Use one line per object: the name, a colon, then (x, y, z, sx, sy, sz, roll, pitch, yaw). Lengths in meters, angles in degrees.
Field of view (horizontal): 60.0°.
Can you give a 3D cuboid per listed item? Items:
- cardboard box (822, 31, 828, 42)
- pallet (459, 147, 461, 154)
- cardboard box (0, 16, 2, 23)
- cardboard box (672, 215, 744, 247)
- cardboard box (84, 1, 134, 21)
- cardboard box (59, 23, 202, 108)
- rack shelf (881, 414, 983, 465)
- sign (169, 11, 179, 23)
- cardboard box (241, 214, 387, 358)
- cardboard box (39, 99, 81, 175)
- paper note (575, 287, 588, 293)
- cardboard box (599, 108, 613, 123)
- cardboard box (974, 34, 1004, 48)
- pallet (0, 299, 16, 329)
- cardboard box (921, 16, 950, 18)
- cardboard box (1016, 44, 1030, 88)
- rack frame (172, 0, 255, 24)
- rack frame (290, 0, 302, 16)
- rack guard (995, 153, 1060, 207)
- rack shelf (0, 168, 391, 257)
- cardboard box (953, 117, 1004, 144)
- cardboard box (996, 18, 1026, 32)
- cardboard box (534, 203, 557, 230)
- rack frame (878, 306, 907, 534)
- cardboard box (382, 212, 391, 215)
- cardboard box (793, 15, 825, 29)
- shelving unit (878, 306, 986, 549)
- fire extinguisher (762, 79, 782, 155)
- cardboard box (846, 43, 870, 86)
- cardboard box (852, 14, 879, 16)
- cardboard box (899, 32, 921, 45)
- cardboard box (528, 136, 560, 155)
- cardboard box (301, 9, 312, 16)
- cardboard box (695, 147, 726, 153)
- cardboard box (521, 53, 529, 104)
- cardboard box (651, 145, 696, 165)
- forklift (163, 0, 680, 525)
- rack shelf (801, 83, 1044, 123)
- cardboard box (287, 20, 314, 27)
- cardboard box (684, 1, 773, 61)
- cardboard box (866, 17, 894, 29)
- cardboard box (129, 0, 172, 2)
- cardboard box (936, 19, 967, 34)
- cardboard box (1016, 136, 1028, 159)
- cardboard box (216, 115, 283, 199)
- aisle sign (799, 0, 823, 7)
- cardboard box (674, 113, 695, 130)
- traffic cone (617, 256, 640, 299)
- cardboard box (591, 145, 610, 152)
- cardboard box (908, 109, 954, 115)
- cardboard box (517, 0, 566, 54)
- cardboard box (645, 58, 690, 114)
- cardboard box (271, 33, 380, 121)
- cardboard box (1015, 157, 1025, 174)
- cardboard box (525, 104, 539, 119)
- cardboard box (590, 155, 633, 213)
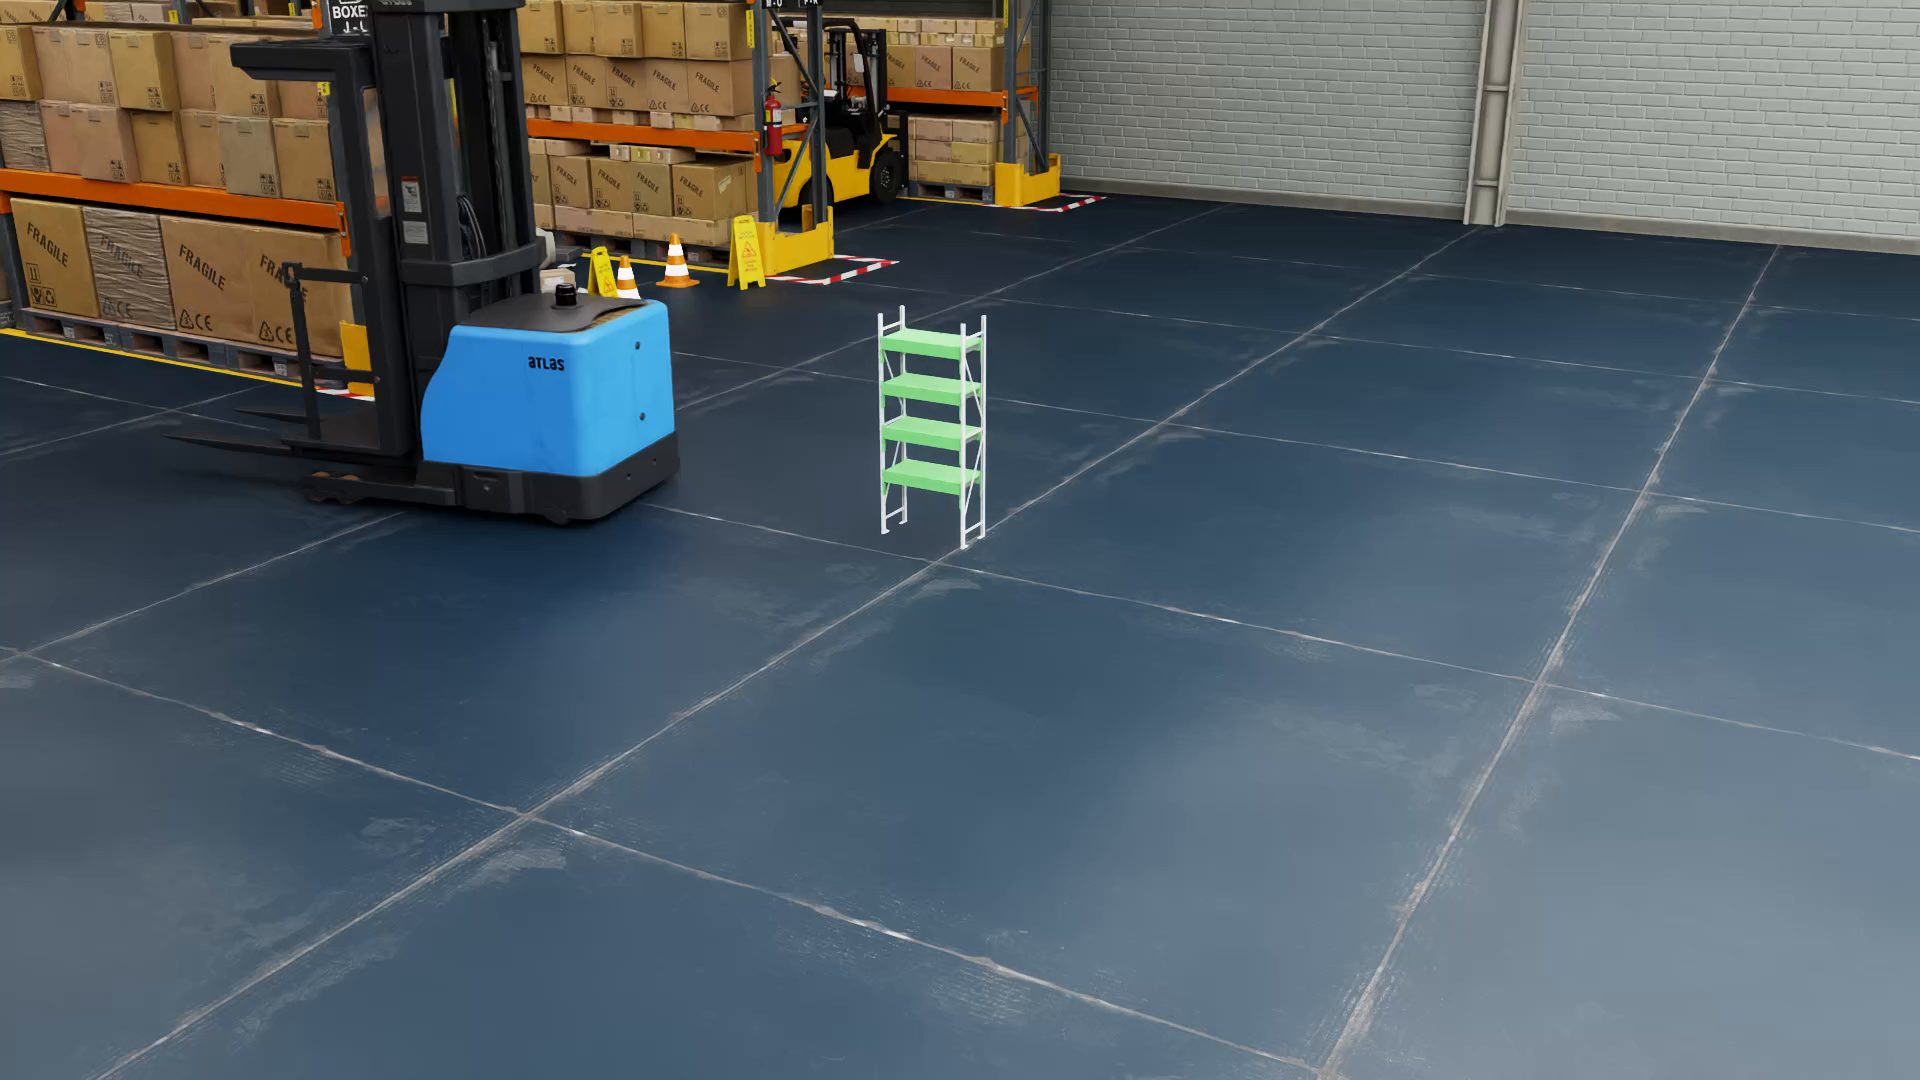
cardboard box: (-1.659, -6.275, 20.668, 0.250, 0.149, 0.380, 11, 22, 27)
pallet: (-7.871, -5.932, 24.910, 1.213, 0.211, 1.003, 11, 23, 27)
cardboard box: (-11.842, -6.450, 20.634, 0.500, 0.500, 0.500, 11, 23, 28)
cardboard box: (-2.467, -3.059, 16.316, 0.500, 0.250, 0.500, 11, 23, 27)
cardboard box: (-10.055, -6.119, 19.722, 0.500, 0.500, 0.500, 11, 23, 27)
cardboard box: (-6.181, -3.590, 12.558, 0.550, 0.550, 0.875, 11, 23, 27)
rack shelf: (-0.145, -0.532, 8.758, 0.480, 0.148, 0.258, 11, 23, 27)
sign: (-8.861, -5.805, 18.771, 0.005, 0.325, 0.100, 11, 23, 27)
cardboard box: (-4.560, -1.897, 12.196, 0.875, 0.875, 0.875, 11, 23, 28)
cardboard box: (-6.608, -3.199, 13.064, 0.550, 0.550, 0.875, 11, 23, 27)
paper note: (-3.406, -2.265, 15.064, 0.142, 0.019, 0.148, 3, 20, 9)
cardboard box: (-3.365, -4.236, 16.513, 0.250, 0.149, 0.380, 11, 23, 27)
cardboard box: (0.369, -5.900, 19.634, 0.250, 0.149, 0.380, 11, 23, 28)
pallet: (-8.138, -2.066, 14.250, 1.213, 0.211, 1.003, 11, 23, 27)
cardboard box: (-0.281, -6.361, 20.467, 0.250, 0.149, 0.380, 12, 23, 29)
cardboard box: (0.511, -5.786, 20.271, 0.500, 0.500, 0.500, 12, 23, 29)
rack frame: (-8.594, -5.426, 19.425, 0.127, 3.000, 1.000, 11, 23, 27)
rack frame: (-9.668, -7.570, 25.334, 0.127, 3.000, 1.000, 11, 23, 27)
rack guard: (0.829, -4.395, 20.248, 0.348, 0.500, 1.175, 11, 23, 27)
rack shelf: (-5.681, -2.600, 12.688, 4.000, 0.370, 1.077, 11, 23, 27)
cardboard box: (0.254, -4.933, 20.015, 0.500, 0.250, 0.500, 12, 23, 29)
cardboard box: (0.619, -6.185, 19.984, 0.250, 0.149, 0.380, 10, 22, 26)
cardboard box: (-4.247, -3.402, 17.261, 0.500, 0.250, 0.500, 12, 23, 30)
rack frame: (-0.358, -0.632, 8.848, 0.015, 1.200, 0.240, 11, 23, 27)
cardboard box: (-5.943, -3.407, 16.414, 0.500, 0.500, 0.500, 11, 23, 27)
cardboard box: (-1.876, -6.460, 20.741, 0.250, 0.149, 0.380, 11, 23, 28)
shelving unit: (-0.145, -0.592, 8.736, 0.503, 1.200, 0.258, 11, 23, 27)
fire extinguisher: (-1.734, -3.903, 15.340, 0.183, 0.674, 0.296, 11, 23, 27)
cardboard box: (-1.090, -5.879, 20.528, 0.500, 0.500, 0.500, 11, 23, 28)
cardboard box: (-1.156, -6.545, 20.976, 0.250, 0.149, 0.380, 11, 22, 27)
cardboard box: (-0.533, -6.070, 20.103, 0.250, 0.149, 0.380, 10, 22, 26)
cardboard box: (-4.189, -4.021, 16.917, 0.250, 0.149, 0.380, 12, 23, 29)
cardboard box: (-9.355, -7.667, 24.840, 0.500, 0.500, 0.700, 11, 23, 29)
cardboard box: (-3.145, -5.404, 22.230, 0.625, 0.625, 0.875, 12, 23, 30)
cardboard box: (-4.404, -4.715, 16.882, 0.500, 0.500, 0.500, 11, 23, 27)
cardboard box: (-2.789, -3.755, 16.183, 0.250, 0.149, 0.380, 12, 23, 29)
forklift: (-3.226, -1.741, 9.366, 3.031, 2.935, 1.130, 6, 21, 17)
rack shelf: (-0.938, -5.569, 20.873, 4.000, 0.370, 1.077, 11, 23, 27)
cardboard box: (-6.956, -5.410, 18.183, 0.500, 0.500, 0.500, 10, 22, 25)
cardboard box: (-2.162, -4.773, 15.574, 0.500, 0.500, 0.700, 10, 22, 26)
cardboard box: (-0.949, -6.316, 20.344, 0.250, 0.149, 0.380, 11, 23, 28)
cardboard box: (-9.787, -6.268, 20.134, 0.500, 0.500, 0.500, 12, 23, 29)
cardboard box: (-0.080, -6.130, 19.831, 0.250, 0.149, 0.380, 11, 23, 28)
cardboard box: (0.499, -4.854, 20.531, 0.500, 0.250, 0.500, 11, 23, 28)
cardboard box: (-4.772, -2.809, 11.990, 0.550, 0.550, 0.875, 11, 23, 27)
aisle sign: (-1.404, -5.400, 15.540, 0.004, 0.787, 0.394, 11, 23, 27)
cardboard box: (-2.529, -4.034, 15.957, 0.250, 0.149, 0.380, 10, 22, 26)
traffic cone: (-2.859, -2.204, 14.262, 0.334, 0.463, 0.336, 11, 23, 27)
cardboard box: (-3.563, -3.831, 17.345, 0.500, 0.500, 0.500, 12, 23, 30)
cardboard box: (-0.389, -5.254, 20.900, 0.500, 0.250, 0.500, 11, 22, 27)
cardboard box: (-3.963, -5.097, 16.469, 0.500, 0.500, 0.700, 10, 22, 26)
cardboard box: (-2.653, -4.376, 15.946, 0.500, 0.500, 0.500, 11, 23, 27)
cardboard box: (-4.240, -3.257, 11.641, 0.550, 0.550, 0.875, 11, 23, 27)
cardboard box: (0.475, -4.619, 20.616, 0.500, 0.250, 0.500, 11, 23, 28)
cardboard box: (-4.291, -4.382, 16.915, 0.250, 0.149, 0.380, 12, 23, 29)
cardboard box: (-3.331, -3.581, 16.654, 0.500, 0.500, 0.500, 10, 22, 26)
